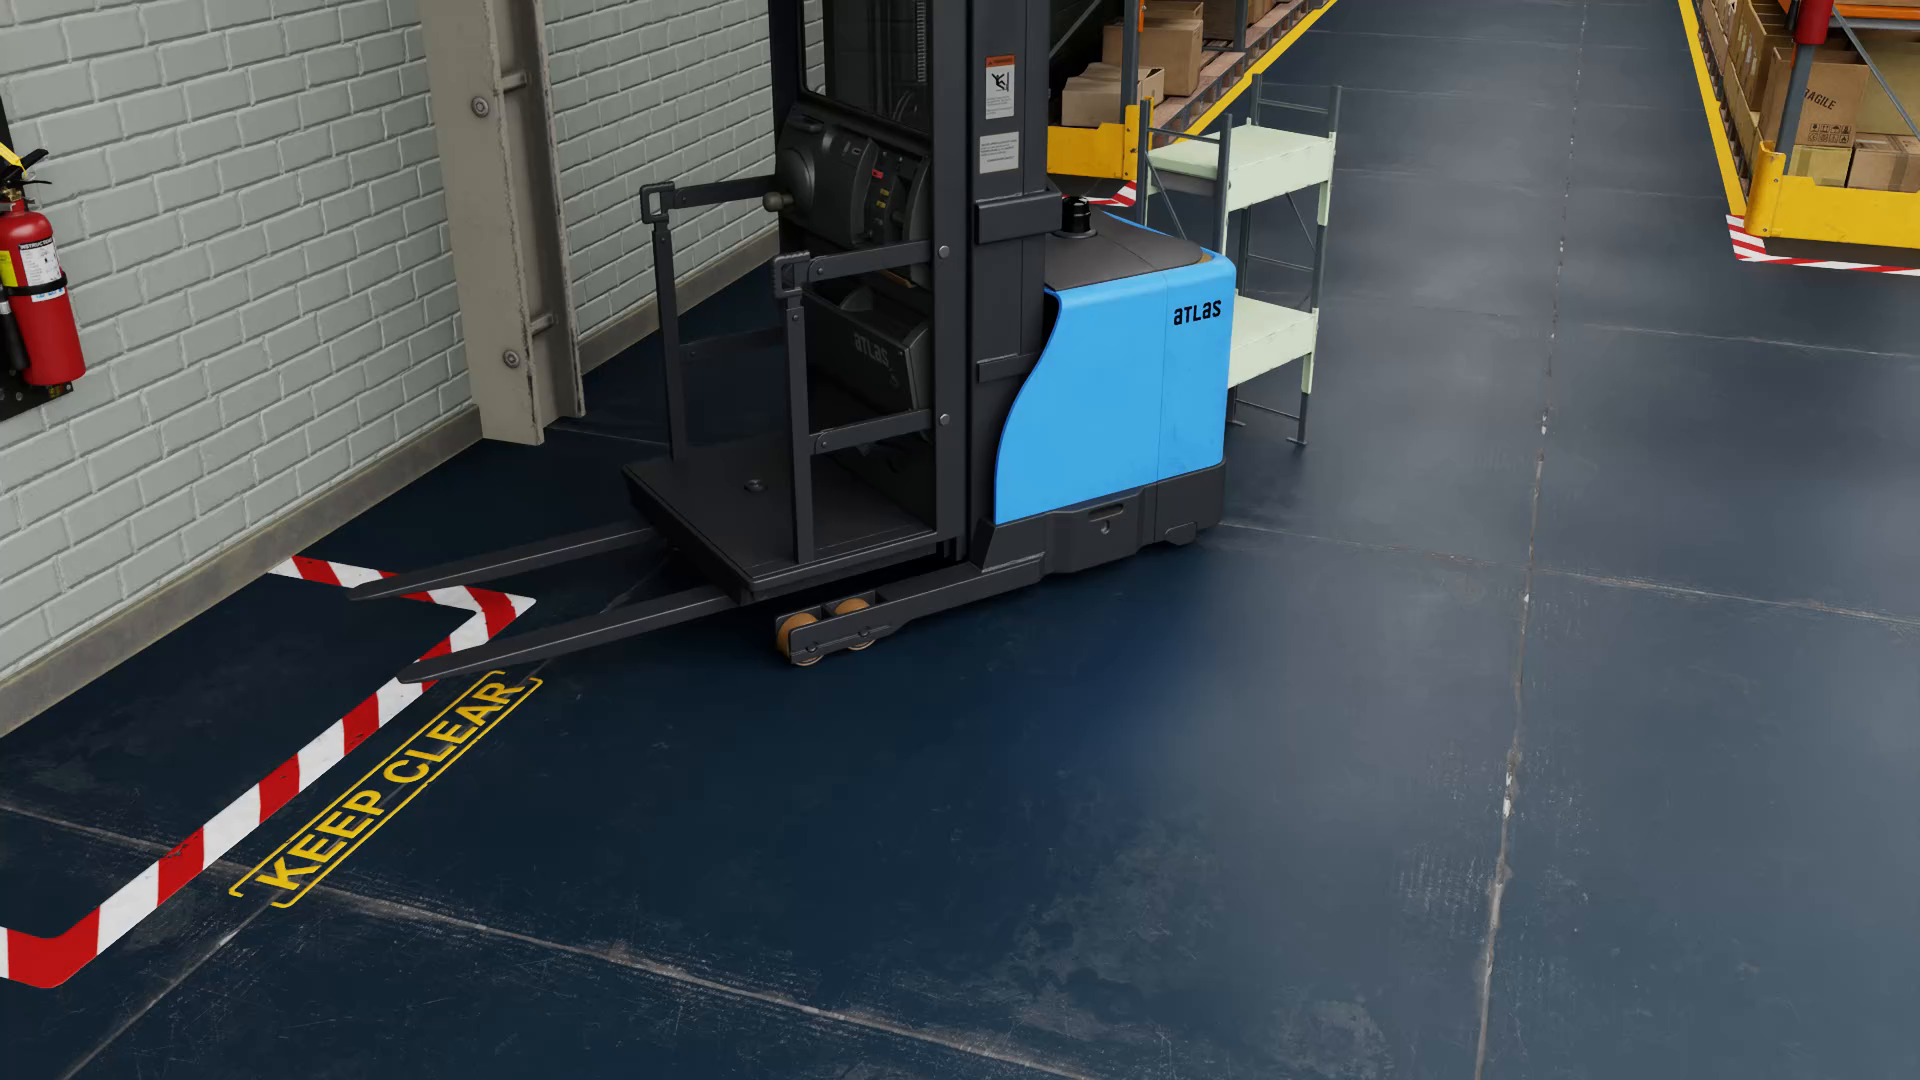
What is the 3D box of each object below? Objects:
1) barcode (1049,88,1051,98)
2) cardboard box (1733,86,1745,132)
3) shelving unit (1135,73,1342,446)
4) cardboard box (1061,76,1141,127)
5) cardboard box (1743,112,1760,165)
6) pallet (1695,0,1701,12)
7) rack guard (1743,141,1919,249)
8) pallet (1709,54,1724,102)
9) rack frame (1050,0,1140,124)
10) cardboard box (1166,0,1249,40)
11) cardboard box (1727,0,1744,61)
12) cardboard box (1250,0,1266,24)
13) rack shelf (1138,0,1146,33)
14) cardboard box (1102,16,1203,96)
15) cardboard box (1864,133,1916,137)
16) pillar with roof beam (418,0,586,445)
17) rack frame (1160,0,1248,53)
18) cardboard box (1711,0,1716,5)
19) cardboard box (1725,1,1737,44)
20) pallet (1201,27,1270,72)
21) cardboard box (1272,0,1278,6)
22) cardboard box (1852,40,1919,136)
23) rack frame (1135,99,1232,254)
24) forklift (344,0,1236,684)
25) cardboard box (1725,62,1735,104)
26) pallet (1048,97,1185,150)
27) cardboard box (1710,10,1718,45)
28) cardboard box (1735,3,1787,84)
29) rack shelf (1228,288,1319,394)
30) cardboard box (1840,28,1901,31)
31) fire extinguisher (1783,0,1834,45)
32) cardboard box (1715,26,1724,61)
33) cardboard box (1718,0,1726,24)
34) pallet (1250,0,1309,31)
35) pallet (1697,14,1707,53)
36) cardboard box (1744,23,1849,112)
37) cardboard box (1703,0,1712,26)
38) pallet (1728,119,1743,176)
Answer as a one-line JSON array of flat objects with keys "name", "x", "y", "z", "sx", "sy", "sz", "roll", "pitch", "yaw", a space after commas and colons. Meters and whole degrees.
[{"name": "barcode", "x": 0.647, "y": -3.237, "z": 12.063, "sx": 0.001, "sy": 0.075, "sz": 0.075, "roll": 9, "pitch": 27, "yaw": 17}, {"name": "cardboard box", "x": 5.763, "y": -3.024, "z": 11.727, "sx": 0.500, "sy": 0.250, "sz": 0.500, "roll": 9, "pitch": 27, "yaw": 17}, {"name": "shelving unit", "x": 1.075, "y": -1.024, "z": 6.644, "sx": 0.431, "sy": 1.500, "sz": 0.755, "roll": 22, "pitch": 34, "yaw": 38}, {"name": "cardboard box", "x": 1.018, "y": -3.167, "z": 11.930, "sx": 0.500, "sy": 0.311, "sz": 0.500, "roll": 6, "pitch": 26, "yaw": 12}, {"name": "cardboard box", "x": 5.430, "y": -2.613, "z": 10.879, "sx": 0.500, "sy": 0.250, "sz": 0.500, "roll": 9, "pitch": 27, "yaw": 17}, {"name": "pallet", "x": 8.729, "y": -6.025, "z": 18.451, "sx": 1.003, "sy": 0.211, "sz": 1.213, "roll": 9, "pitch": 27, "yaw": 17}, {"name": "rack guard", "x": 5.368, "y": -2.056, "z": 9.924, "sx": 1.175, "sy": 0.500, "sz": 0.348, "roll": 9, "pitch": 27, "yaw": 17}, {"name": "pallet", "x": 6.915, "y": -3.889, "z": 14.039, "sx": 1.003, "sy": 0.211, "sz": 1.213, "roll": 9, "pitch": 27, "yaw": 17}, {"name": "rack frame", "x": 0.703, "y": -3.908, "z": 10.880, "sx": 1.000, "sy": 3.000, "sz": 0.127, "roll": 9, "pitch": 27, "yaw": 17}, {"name": "cardboard box", "x": 2.263, "y": -4.930, "z": 15.353, "sx": 0.700, "sy": 0.500, "sz": 0.500, "roll": 10, "pitch": 27, "yaw": 19}, {"name": "cardboard box", "x": 6.257, "y": -3.979, "z": 12.839, "sx": 0.500, "sy": 0.500, "sz": 0.500, "roll": 9, "pitch": 27, "yaw": 17}, {"name": "cardboard box", "x": 2.596, "y": -5.353, "z": 16.228, "sx": 0.700, "sy": 0.500, "sz": 0.500, "roll": 9, "pitch": 27, "yaw": 18}, {"name": "rack shelf", "x": 1.368, "y": -4.406, "z": 12.734, "sx": 1.077, "sy": 0.370, "sz": 4.000, "roll": 9, "pitch": 27, "yaw": 17}, {"name": "cardboard box", "x": 1.499, "y": -3.781, "z": 12.980, "sx": 0.700, "sy": 0.500, "sz": 0.500, "roll": 7, "pitch": 27, "yaw": 14}, {"name": "cardboard box", "x": 5.927, "y": -2.537, "z": 10.721, "sx": 0.500, "sy": 0.250, "sz": 0.500, "roll": 9, "pitch": 27, "yaw": 17}, {"name": "pillar with roof beam", "x": 2.183, "y": -3.931, "z": 4.044, "sx": 9.100, "sy": 9.000, "sz": 0.400, "roll": 9, "pitch": 27, "yaw": 17}, {"name": "rack frame", "x": 2.034, "y": -5.552, "z": 14.275, "sx": 1.000, "sy": 3.000, "sz": 0.127, "roll": 9, "pitch": 27, "yaw": 17}, {"name": "cardboard box", "x": 7.248, "y": -5.084, "z": 15.338, "sx": 0.500, "sy": 0.311, "sz": 0.500, "roll": 8, "pitch": 27, "yaw": 16}, {"name": "cardboard box", "x": 6.571, "y": -4.247, "z": 13.609, "sx": 0.500, "sy": 0.311, "sz": 0.500, "roll": 9, "pitch": 27, "yaw": 17}, {"name": "pallet", "x": 2.292, "y": -4.617, "z": 15.544, "sx": 1.003, "sy": 0.211, "sz": 1.213, "roll": 9, "pitch": 27, "yaw": 17}, {"name": "cardboard box", "x": 2.894, "y": -5.770, "z": 17.090, "sx": 0.700, "sy": 0.500, "sz": 0.500, "roll": 9, "pitch": 27, "yaw": 17}, {"name": "cardboard box", "x": 5.928, "y": -2.874, "z": 10.557, "sx": 0.500, "sy": 0.500, "sz": 0.500, "roll": 9, "pitch": 27, "yaw": 17}, {"name": "rack frame", "x": 0.824, "y": -0.908, "z": 6.404, "sx": 0.400, "sy": 1.500, "sz": 0.023, "roll": 22, "pitch": 34, "yaw": 38}, {"name": "forklift", "x": -0.534, "y": -1.173, "z": 5.310, "sx": 3.031, "sy": 2.935, "sz": 1.130, "roll": -15, "pitch": 30, "yaw": -29}, {"name": "cardboard box", "x": 6.095, "y": -3.435, "z": 12.576, "sx": 0.500, "sy": 0.250, "sz": 0.500, "roll": 9, "pitch": 27, "yaw": 17}, {"name": "pallet", "x": 1.032, "y": -3.013, "z": 12.231, "sx": 1.003, "sy": 0.211, "sz": 1.213, "roll": 9, "pitch": 27, "yaw": 17}, {"name": "cardboard box", "x": 7.082, "y": -4.626, "z": 15.035, "sx": 0.500, "sy": 0.250, "sz": 0.500, "roll": 9, "pitch": 27, "yaw": 18}, {"name": "cardboard box", "x": 5.924, "y": -3.568, "z": 11.990, "sx": 0.500, "sy": 0.500, "sz": 0.500, "roll": 9, "pitch": 27, "yaw": 17}, {"name": "rack shelf", "x": 1.075, "y": -0.731, "z": 6.786, "sx": 0.431, "sy": 0.370, "sz": 0.720, "roll": 22, "pitch": 34, "yaw": 38}, {"name": "cardboard box", "x": 6.265, "y": -3.284, "z": 11.404, "sx": 0.500, "sy": 0.500, "sz": 0.500, "roll": 9, "pitch": 27, "yaw": 17}, {"name": "fire extinguisher", "x": 4.898, "y": -3.175, "z": 9.455, "sx": 0.296, "sy": 0.674, "sz": 0.183, "roll": 9, "pitch": 27, "yaw": 17}, {"name": "cardboard box", "x": 6.741, "y": -4.207, "z": 14.170, "sx": 0.500, "sy": 0.250, "sz": 0.500, "roll": 8, "pitch": 27, "yaw": 17}, {"name": "cardboard box", "x": 6.907, "y": -4.666, "z": 14.476, "sx": 0.500, "sy": 0.311, "sz": 0.500, "roll": 9, "pitch": 27, "yaw": 17}, {"name": "pallet", "x": 3.104, "y": -5.620, "z": 17.615, "sx": 1.003, "sy": 0.211, "sz": 1.213, "roll": 9, "pitch": 27, "yaw": 17}, {"name": "pallet", "x": 7.727, "y": -4.891, "z": 16.110, "sx": 1.003, "sy": 0.211, "sz": 1.213, "roll": 9, "pitch": 27, "yaw": 17}, {"name": "cardboard box", "x": 5.592, "y": -3.157, "z": 11.141, "sx": 0.500, "sy": 0.500, "sz": 0.500, "roll": 9, "pitch": 27, "yaw": 17}, {"name": "cardboard box", "x": 7.420, "y": -5.051, "z": 15.914, "sx": 0.500, "sy": 0.250, "sz": 0.500, "roll": 8, "pitch": 27, "yaw": 16}, {"name": "pallet", "x": 5.998, "y": -2.756, "z": 11.701, "sx": 1.003, "sy": 0.211, "sz": 1.213, "roll": 9, "pitch": 27, "yaw": 17}]
